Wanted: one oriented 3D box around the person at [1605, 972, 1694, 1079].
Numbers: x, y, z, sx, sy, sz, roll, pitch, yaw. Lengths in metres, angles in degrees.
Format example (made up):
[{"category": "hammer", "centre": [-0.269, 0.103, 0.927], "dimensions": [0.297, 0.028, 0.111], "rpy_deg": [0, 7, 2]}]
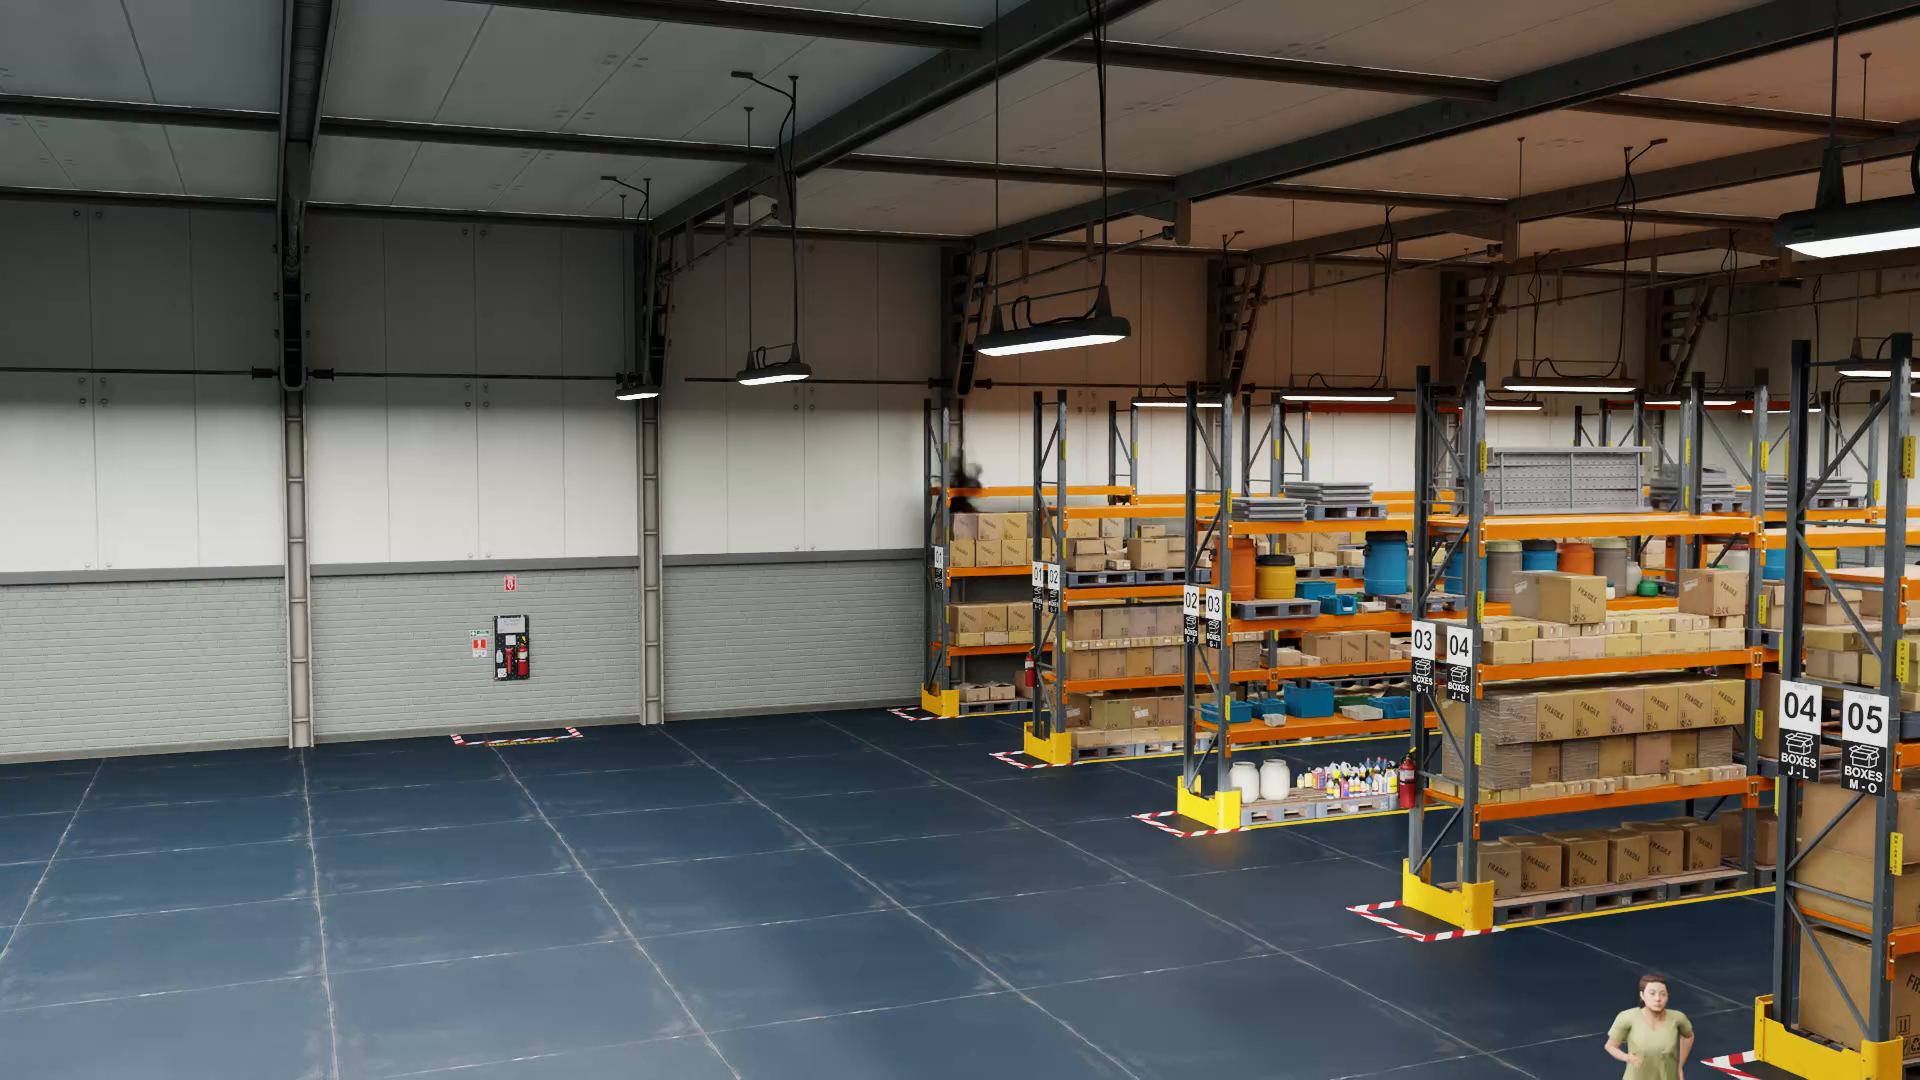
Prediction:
[{"category": "person", "centre": [4.548, 3.695, 10.993], "dimensions": [0.545, 1.728, 0.719], "rpy_deg": [1, 4, 24]}]
